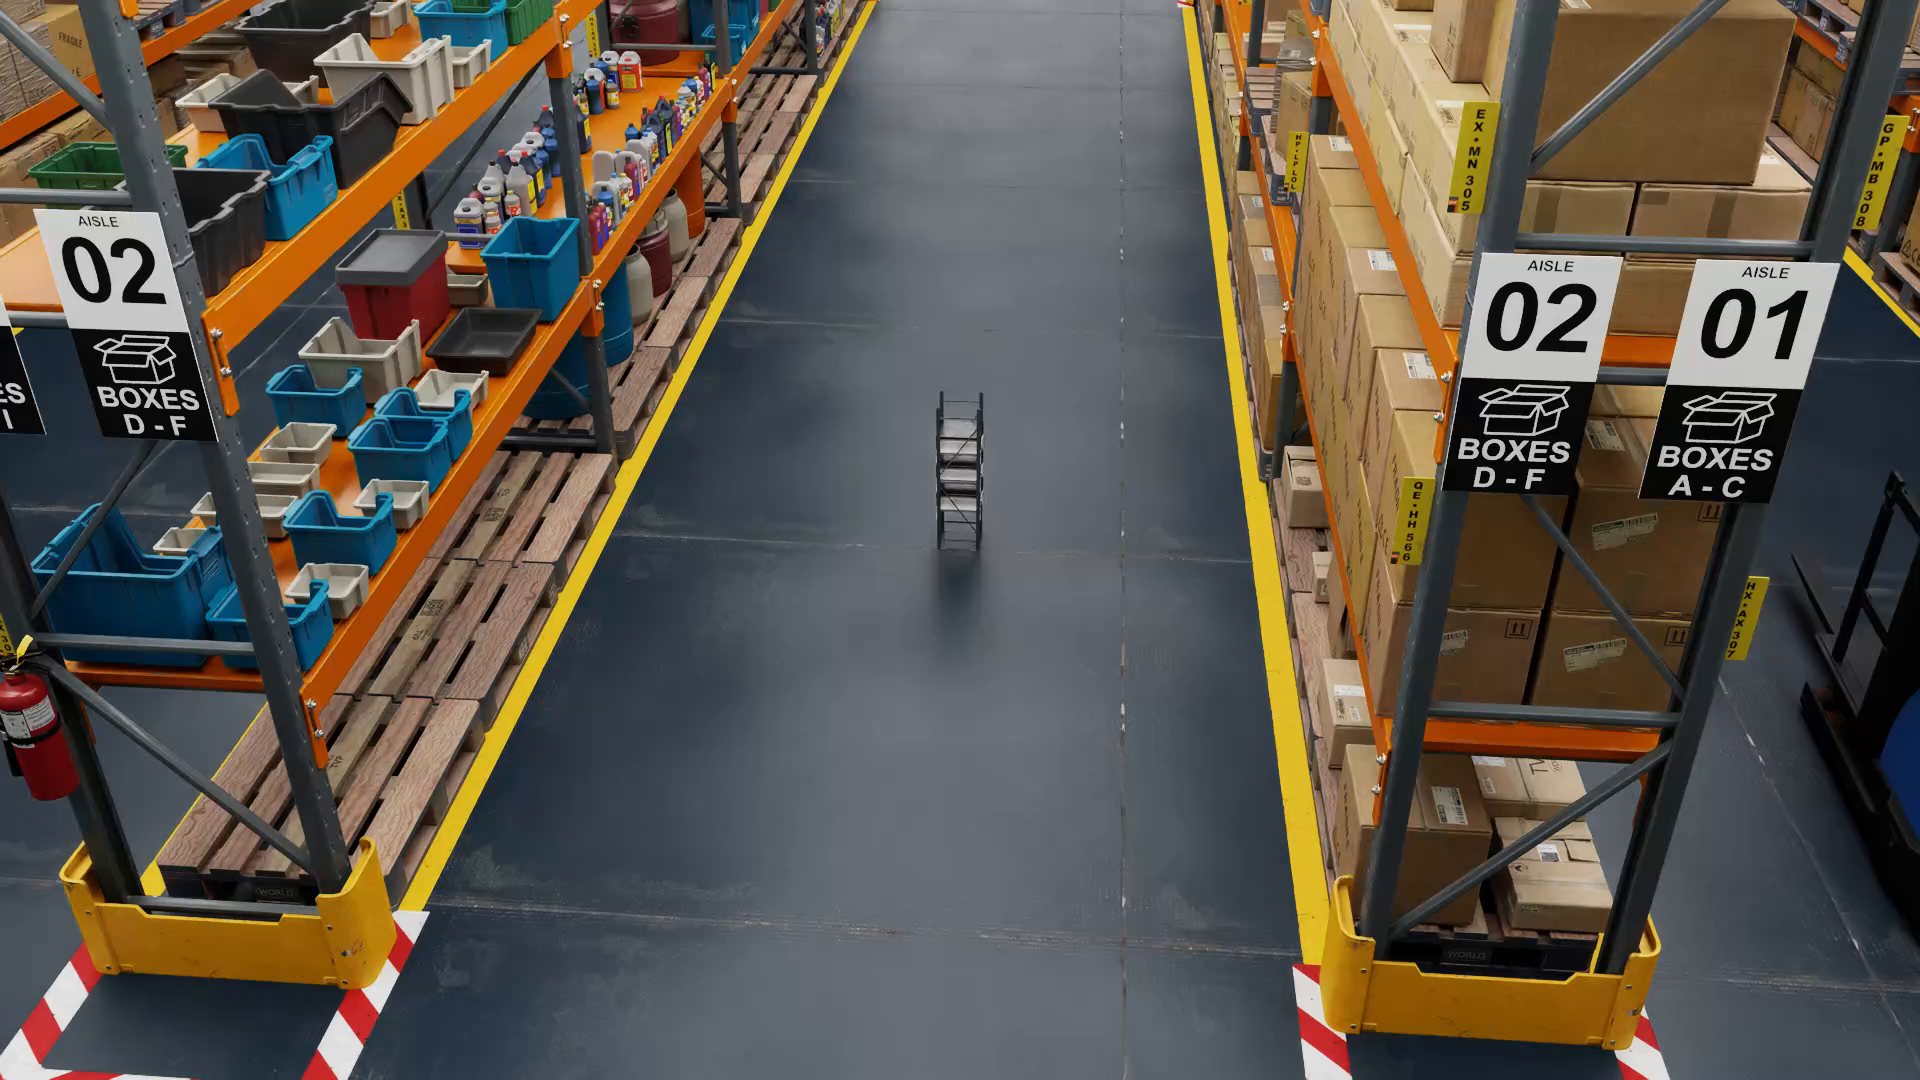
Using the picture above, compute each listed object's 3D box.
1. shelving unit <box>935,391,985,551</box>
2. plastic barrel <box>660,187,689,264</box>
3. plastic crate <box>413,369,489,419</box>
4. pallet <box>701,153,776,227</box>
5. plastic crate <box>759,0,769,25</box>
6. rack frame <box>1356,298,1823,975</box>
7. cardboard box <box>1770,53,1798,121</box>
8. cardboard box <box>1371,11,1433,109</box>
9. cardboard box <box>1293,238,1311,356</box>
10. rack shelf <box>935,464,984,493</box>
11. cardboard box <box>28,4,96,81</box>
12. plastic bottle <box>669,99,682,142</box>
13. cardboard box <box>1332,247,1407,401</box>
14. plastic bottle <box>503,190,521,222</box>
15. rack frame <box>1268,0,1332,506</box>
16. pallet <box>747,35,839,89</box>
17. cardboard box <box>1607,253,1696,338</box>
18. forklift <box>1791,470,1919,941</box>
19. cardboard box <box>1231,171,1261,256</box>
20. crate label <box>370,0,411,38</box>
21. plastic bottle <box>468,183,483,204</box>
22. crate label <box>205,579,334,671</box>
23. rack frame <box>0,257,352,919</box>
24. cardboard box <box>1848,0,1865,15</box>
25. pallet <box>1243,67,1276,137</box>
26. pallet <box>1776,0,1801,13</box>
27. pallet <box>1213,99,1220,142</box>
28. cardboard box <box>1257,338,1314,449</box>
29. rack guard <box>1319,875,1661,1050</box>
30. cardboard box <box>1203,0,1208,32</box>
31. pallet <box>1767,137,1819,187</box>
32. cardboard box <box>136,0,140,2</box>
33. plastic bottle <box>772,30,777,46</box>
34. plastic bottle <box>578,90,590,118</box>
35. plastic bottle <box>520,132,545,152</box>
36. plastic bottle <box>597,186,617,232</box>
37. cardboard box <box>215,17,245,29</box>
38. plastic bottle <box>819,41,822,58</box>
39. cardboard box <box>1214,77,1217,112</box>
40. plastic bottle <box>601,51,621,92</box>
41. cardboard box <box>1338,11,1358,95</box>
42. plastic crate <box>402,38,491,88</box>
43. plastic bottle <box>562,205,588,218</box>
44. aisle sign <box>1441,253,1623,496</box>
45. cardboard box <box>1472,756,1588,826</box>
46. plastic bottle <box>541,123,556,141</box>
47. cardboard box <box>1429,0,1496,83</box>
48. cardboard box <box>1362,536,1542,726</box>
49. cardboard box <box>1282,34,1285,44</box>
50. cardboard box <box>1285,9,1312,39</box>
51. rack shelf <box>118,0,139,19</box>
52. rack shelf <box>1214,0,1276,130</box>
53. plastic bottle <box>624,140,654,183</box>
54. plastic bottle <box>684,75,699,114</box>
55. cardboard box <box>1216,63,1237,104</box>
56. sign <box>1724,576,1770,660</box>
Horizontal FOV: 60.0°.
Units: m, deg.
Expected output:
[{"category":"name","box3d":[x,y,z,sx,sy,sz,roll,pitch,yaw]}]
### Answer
[{"category":"shelving unit","box3d":[-0.001,-0.379,9.287,0.258,0.900,0.210,2,32,4]},{"category":"plastic barrel","box3d":[-2.255,-2.358,12.468,0.421,0.512,0.421,0,32,0]},{"category":"plastic crate","box3d":[-2.443,-0.692,7.988,0.293,0.136,0.466,2,32,4]},{"category":"pallet","box3d":[-2.173,-3.010,14.214,1.003,0.211,1.213,2,32,4]},{"category":"plastic crate","box3d":[-1.838,-4.653,14.160,0.402,0.464,0.583,2,32,4]},{"category":"rack frame","box3d":[2.010,0.603,5.693,1.000,3.000,0.127,2,32,4]},{"category":"cardboard box","box3d":[7.882,-4.200,15.449,0.700,0.500,0.500,3,32,6]},{"category":"cardboard box","box3d":[1.917,-1.887,6.541,0.500,0.250,0.500,2,32,4]},{"category":"cardboard box","box3d":[2.023,-1.276,8.647,0.500,0.500,0.500,3,32,5]},{"category":"rack shelf","box3d":[-0.001,-0.350,9.305,0.258,0.077,0.200,2,32,4]},{"category":"cardboard box","box3d":[-7.005,-3.779,12.708,0.500,0.500,0.500,3,32,5]},{"category":"plastic bottle","box3d":[-1.976,-2.917,11.515,0.061,0.283,0.133,2,32,4]},{"category":"cardboard box","box3d":[1.892,-0.914,7.106,0.500,0.500,0.500,3,32,6]},{"category":"plastic bottle","box3d":[-2.735,-2.033,10.159,0.097,0.201,0.097,0,32,0]},{"category":"rack frame","box3d":[2.336,-1.489,9.087,1.000,3.000,0.127,2,32,4]},{"category":"pallet","box3d":[-1.853,-5.048,17.520,1.003,0.211,1.213,2,32,4]},{"category":"cardboard box","box3d":[2.306,-0.868,5.364,0.500,0.250,0.500,2,32,4]},{"category":"forklift","box3d":[4.632,-0.202,7.064,1.130,2.935,3.031,4,32,7]},{"category":"cardboard box","box3d":[2.340,-2.478,12.655,0.500,0.500,0.500,4,32,6]},{"category":"crate label","box3d":[-2.928,-2.623,8.320,0.293,0.136,0.466,2,32,4]},{"category":"plastic bottle","box3d":[-2.917,-1.995,10.020,0.061,0.283,0.133,2,32,4]},{"category":"crate label","box3d":[-2.578,0.320,6.254,0.416,0.233,0.303,2,32,4]},{"category":"rack frame","box3d":[-2.926,0.389,6.039,1.000,3.000,0.127,2,32,4]},{"category":"cardboard box","box3d":[7.707,-4.499,13.457,0.700,0.500,0.500,2,32,4]},{"category":"pallet","box3d":[2.676,-3.141,11.951,1.213,0.211,1.003,2,32,4]},{"category":"pallet","box3d":[7.718,-4.987,14.947,1.003,0.211,1.213,2,32,4]},{"category":"pallet","box3d":[2.966,-4.098,15.979,1.003,0.211,1.213,2,32,4]},{"category":"cardboard box","box3d":[2.091,-0.882,10.066,0.500,0.500,0.500,2,32,4]},{"category":"rack guard","box3d":[2.017,1.627,6.413,1.175,0.500,0.348,2,32,4]},{"category":"cardboard box","box3d":[2.924,-5.717,18.168,0.500,0.250,0.500,2,32,4]},{"category":"pallet","box3d":[7.766,-3.228,14.568,1.003,0.211,1.213,2,32,4]},{"category":"cardboard box","box3d":[-7.262,-4.807,13.976,0.700,0.500,0.500,7,32,11]},{"category":"plastic bottle","box3d":[-2.019,-5.369,17.561,0.152,0.276,0.135,2,32,4]},{"category":"plastic bottle","box3d":[-2.718,-3.126,11.932,0.097,0.201,0.097,0,32,0]},{"category":"plastic bottle","box3d":[-2.790,-2.516,10.872,0.152,0.276,0.135,2,32,4]},{"category":"plastic bottle","box3d":[-2.136,-2.003,10.044,0.097,0.271,0.097,0,32,0]},{"category":"cardboard box","box3d":[-6.957,-4.900,16.585,0.700,0.500,0.500,0,32,0]},{"category":"plastic bottle","box3d":[-1.478,-5.082,17.166,0.097,0.201,0.097,0,32,0]},{"category":"cardboard box","box3d":[2.665,-4.213,15.727,0.500,0.250,0.500,3,32,5]},{"category":"plastic bottle","box3d":[-2.632,-3.529,12.515,0.152,0.276,0.135,2,32,4]},{"category":"cardboard box","box3d":[2.005,-2.197,7.520,0.500,0.250,0.500,2,32,4]},{"category":"plastic crate","box3d":[-2.325,-2.186,7.610,0.293,0.136,0.466,2,32,4]},{"category":"plastic bottle","box3d":[-2.246,-1.873,9.757,0.144,0.351,0.185,2,32,4]},{"category":"aisle sign","box3d":[1.700,-0.481,4.974,0.394,0.787,0.004,2,32,4]},{"category":"cardboard box","box3d":[2.378,1.053,7.165,0.500,0.250,0.500,2,32,4]},{"category":"plastic bottle","box3d":[-2.736,-2.643,11.082,0.097,0.271,0.097,0,32,0]},{"category":"cardboard box","box3d":[2.095,-1.935,5.904,0.700,0.500,0.500,2,32,4]},{"category":"cardboard box","box3d":[1.776,0.315,6.066,0.500,0.500,0.500,3,32,5]},{"category":"cardboard box","box3d":[2.735,-3.731,12.810,0.500,0.311,0.500,4,32,7]},{"category":"cardboard box","box3d":[2.723,-3.468,11.802,0.700,0.500,0.500,-8,33,-13]},{"category":"rack shelf","box3d":[-2.763,-2.734,6.456,1.077,0.370,4.000,2,32,4]},{"category":"rack shelf","box3d":[2.825,-4.320,14.367,1.077,0.370,4.000,2,32,4]},{"category":"plastic bottle","box3d":[-2.089,-2.481,10.815,0.152,0.276,0.135,2,32,4]},{"category":"plastic bottle","box3d":[-1.945,-3.227,12.031,0.097,0.271,0.097,0,32,0]},{"category":"cardboard box","box3d":[2.619,-4.181,15.142,0.500,0.311,0.500,1,32,2]},{"category":"sign","box3d":[2.551,0.257,5.428,0.100,0.325,0.005,2,32,4]}]
